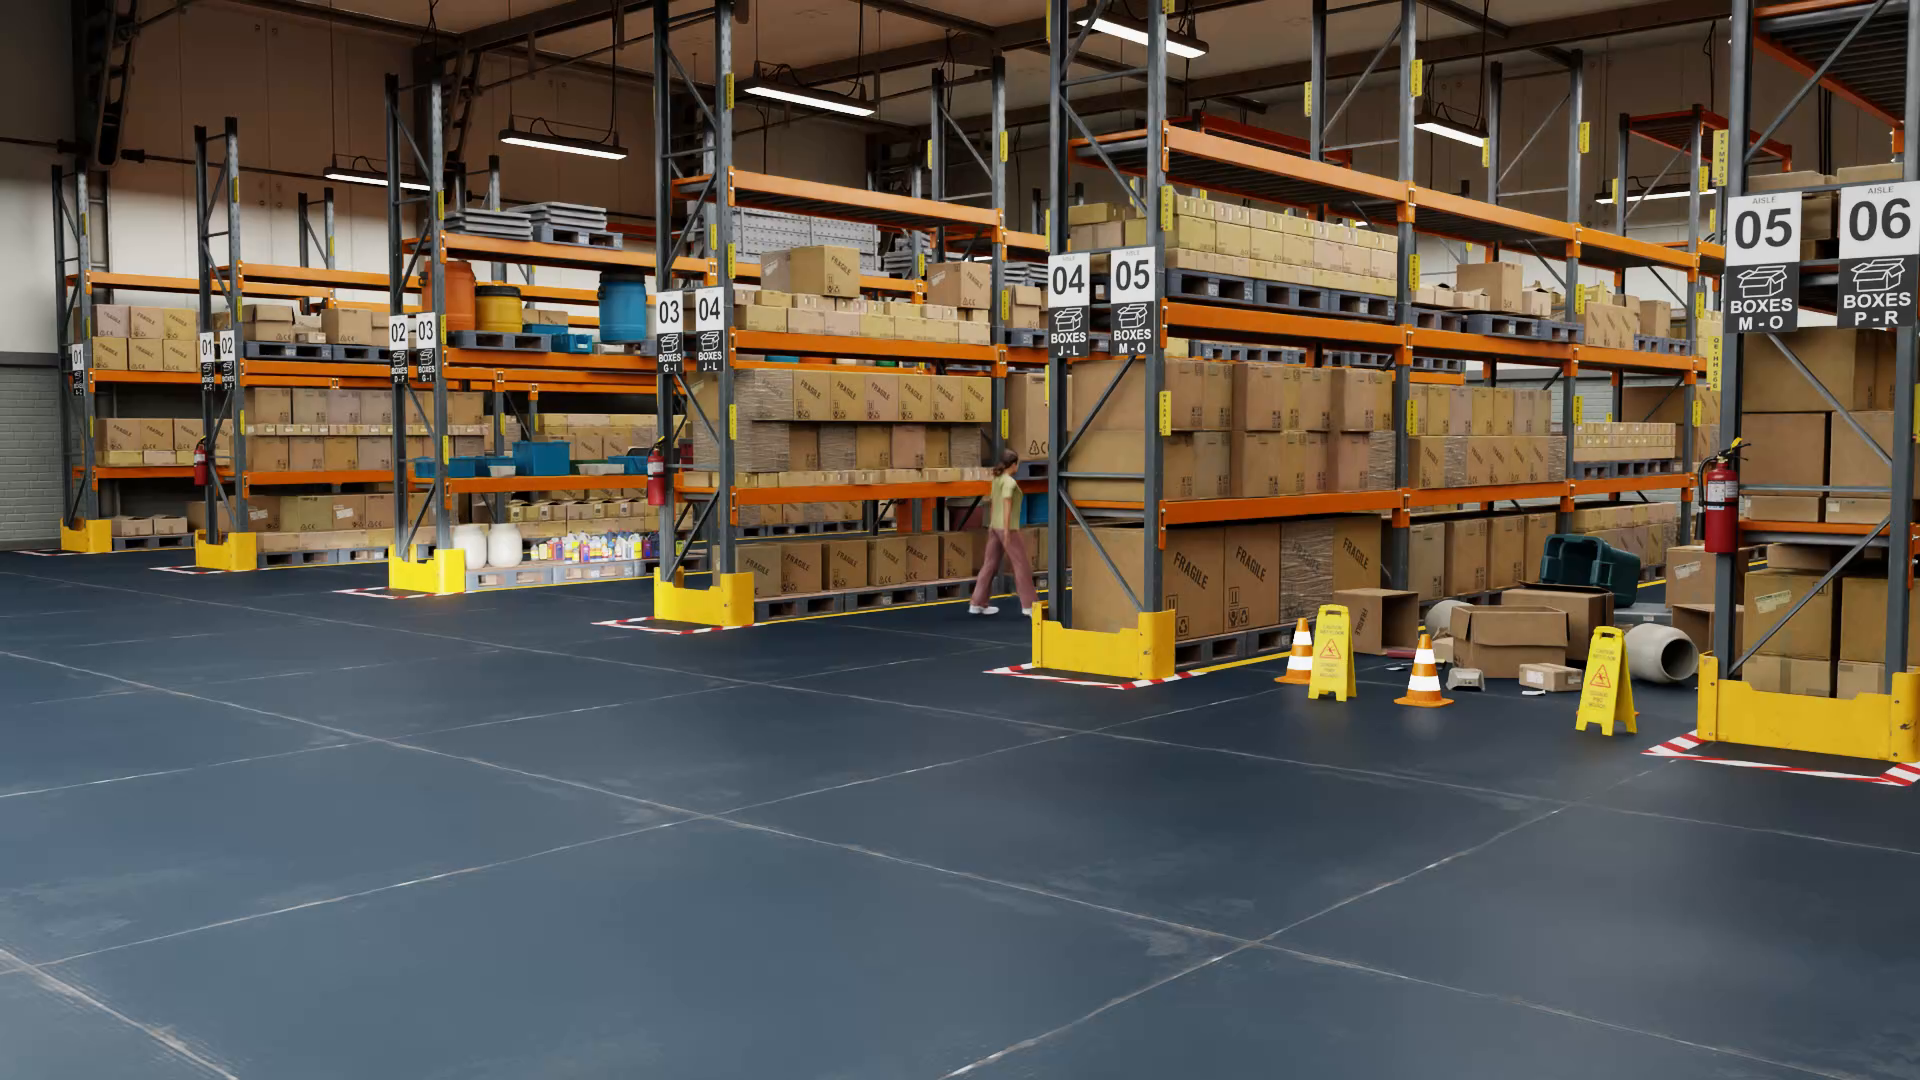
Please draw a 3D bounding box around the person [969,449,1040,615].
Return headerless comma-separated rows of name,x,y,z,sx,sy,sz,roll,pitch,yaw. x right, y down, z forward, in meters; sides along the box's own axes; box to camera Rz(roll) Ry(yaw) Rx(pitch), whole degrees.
person,0.473,-0.060,16.593,0.765,1.634,0.545,-2,4,-23
